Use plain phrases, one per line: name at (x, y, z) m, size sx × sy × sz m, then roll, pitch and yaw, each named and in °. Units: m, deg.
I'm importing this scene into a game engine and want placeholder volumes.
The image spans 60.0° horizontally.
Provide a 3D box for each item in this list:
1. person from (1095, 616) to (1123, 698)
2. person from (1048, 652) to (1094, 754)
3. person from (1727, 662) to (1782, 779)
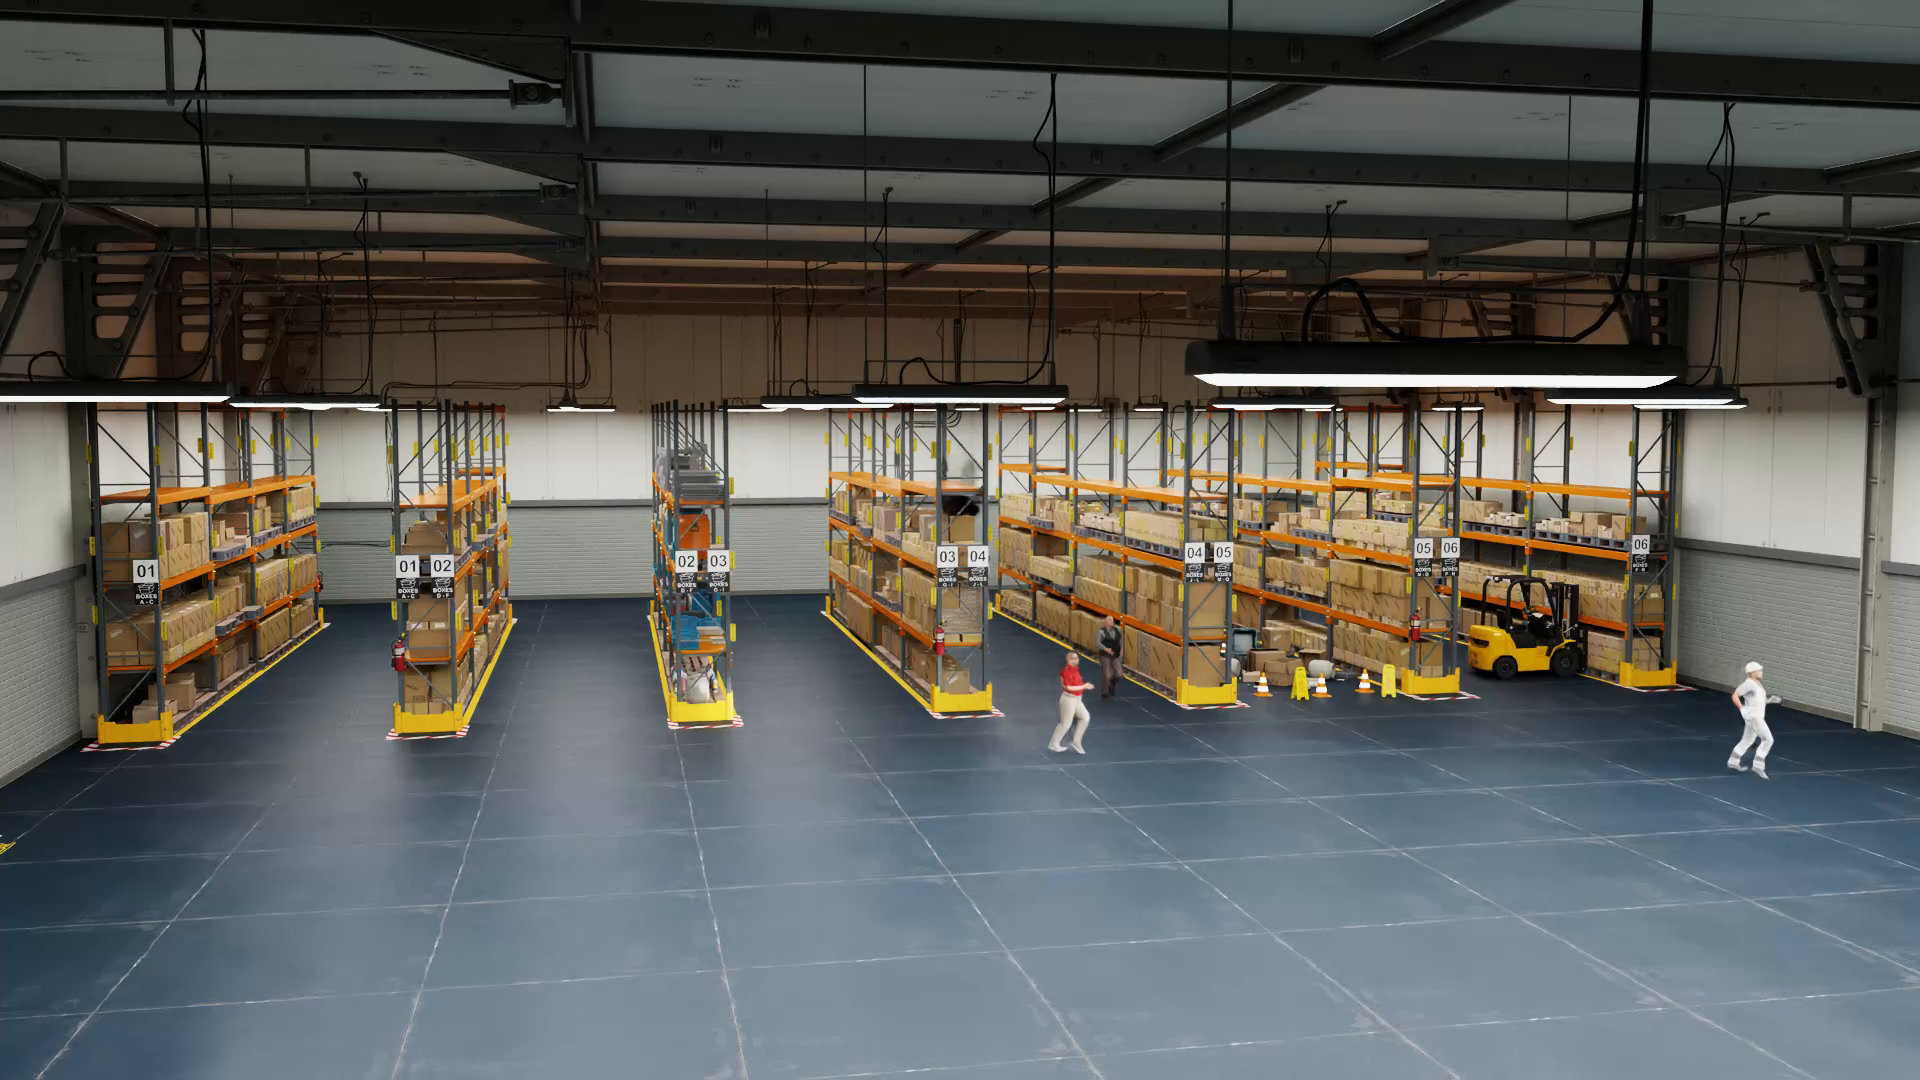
person at (3.051, 2.356, 33.417) m, size 0.689 × 1.680 × 0.586 m, roll -2°, pitch 5°, yaw -22°
person at (1.894, 2.766, 28.032) m, size 0.801 × 1.776 × 0.611 m, roll 1°, pitch 5°, yaw 19°
person at (12.558, 2.850, 26.287) m, size 0.758 × 1.839 × 0.646 m, roll 3°, pitch 5°, yaw 30°
